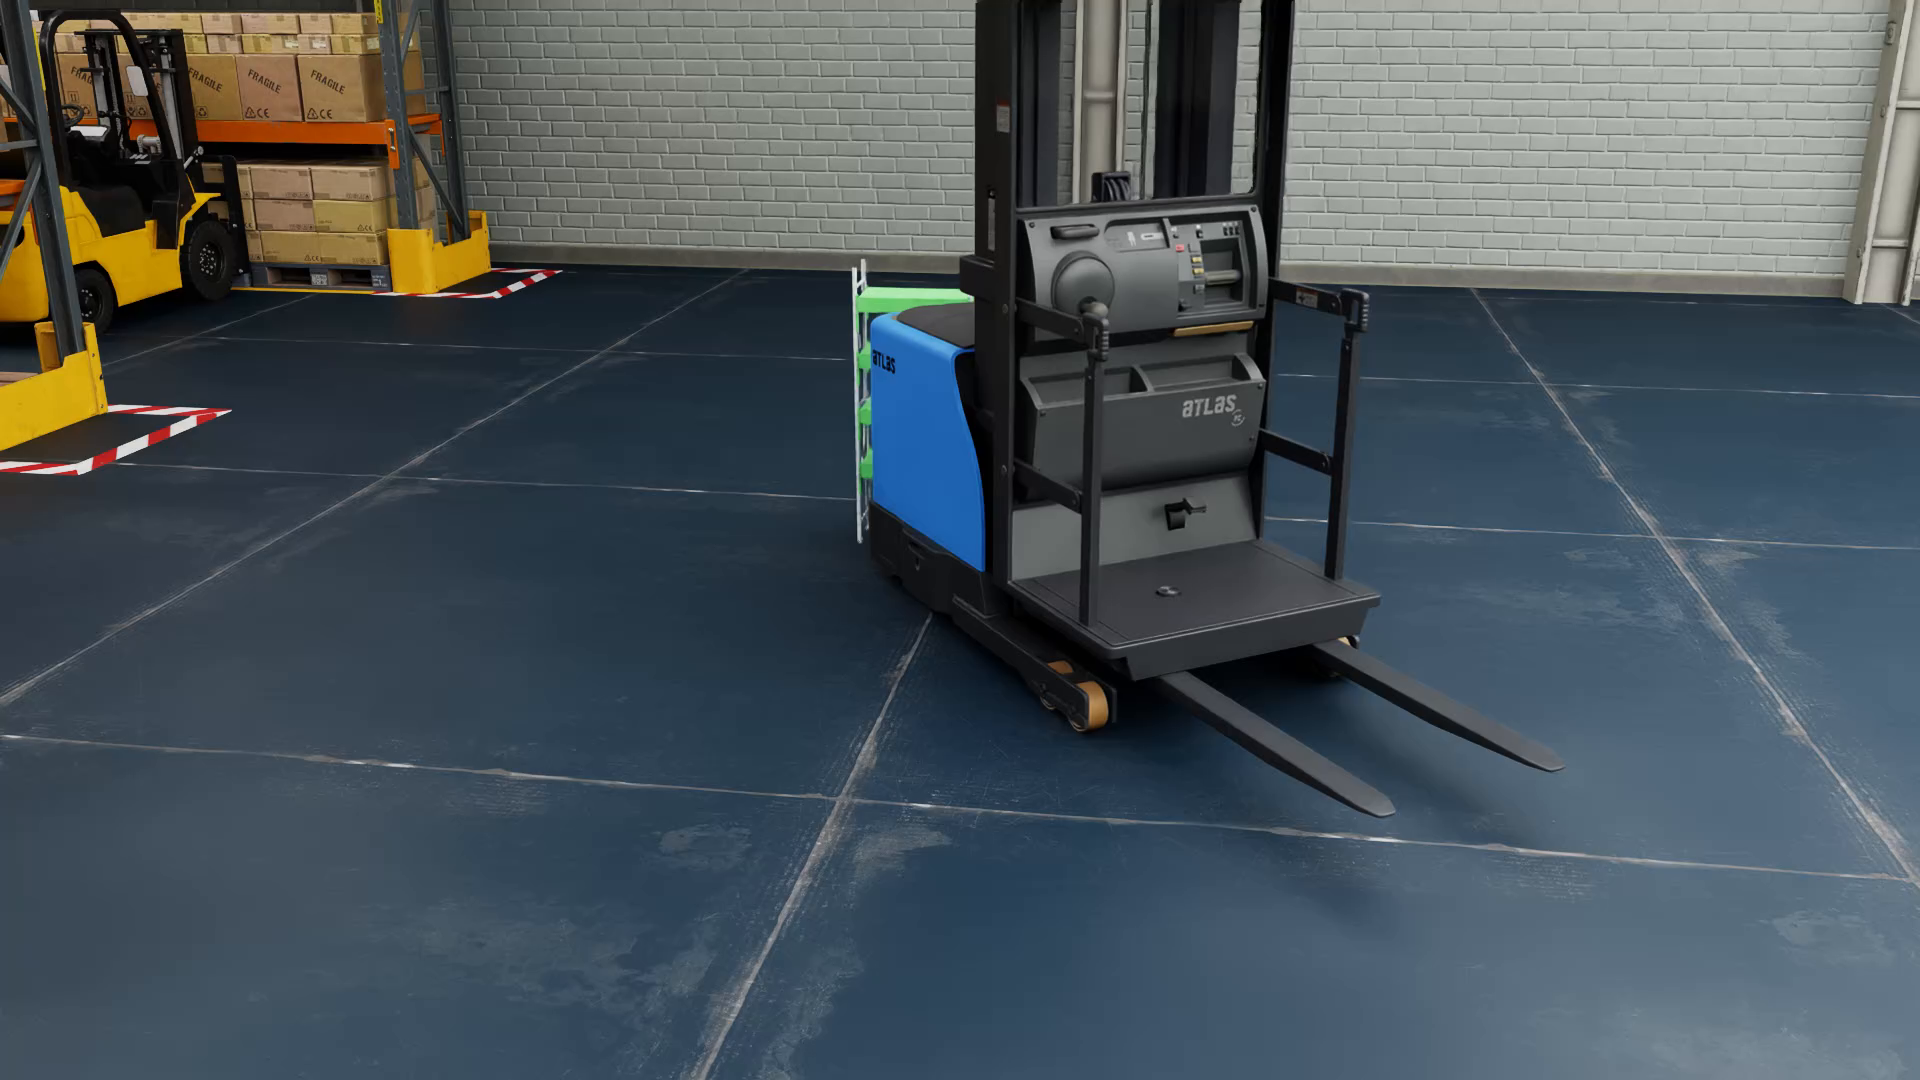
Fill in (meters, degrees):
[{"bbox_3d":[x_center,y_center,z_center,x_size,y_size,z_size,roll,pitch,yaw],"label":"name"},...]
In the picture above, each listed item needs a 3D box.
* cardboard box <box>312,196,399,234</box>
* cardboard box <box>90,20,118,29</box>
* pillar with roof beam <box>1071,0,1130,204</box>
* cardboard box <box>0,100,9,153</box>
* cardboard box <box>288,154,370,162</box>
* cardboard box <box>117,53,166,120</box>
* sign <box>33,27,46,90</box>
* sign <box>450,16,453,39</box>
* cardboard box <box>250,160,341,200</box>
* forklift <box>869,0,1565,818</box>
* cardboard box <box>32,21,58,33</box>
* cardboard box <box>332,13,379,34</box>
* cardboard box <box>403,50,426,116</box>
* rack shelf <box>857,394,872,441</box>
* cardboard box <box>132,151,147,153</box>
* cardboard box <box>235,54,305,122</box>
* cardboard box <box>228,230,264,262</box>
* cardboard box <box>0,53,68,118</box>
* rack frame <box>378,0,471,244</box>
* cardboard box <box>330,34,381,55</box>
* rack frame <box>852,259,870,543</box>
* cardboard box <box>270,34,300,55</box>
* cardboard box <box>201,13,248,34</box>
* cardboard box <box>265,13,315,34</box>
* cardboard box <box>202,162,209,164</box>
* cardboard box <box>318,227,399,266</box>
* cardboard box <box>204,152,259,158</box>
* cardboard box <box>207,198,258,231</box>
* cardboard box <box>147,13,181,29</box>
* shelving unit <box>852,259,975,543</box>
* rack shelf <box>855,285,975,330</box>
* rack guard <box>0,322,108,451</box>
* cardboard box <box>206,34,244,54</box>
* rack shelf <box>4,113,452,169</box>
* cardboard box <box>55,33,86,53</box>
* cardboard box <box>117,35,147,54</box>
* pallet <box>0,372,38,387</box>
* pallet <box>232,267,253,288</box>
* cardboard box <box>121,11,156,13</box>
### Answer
[{"bbox_3d":[-4.792,-2.608,13.253,0.500,0.250,0.500,3,19,8],"label":"cardboard box"},{"bbox_3d":[-6.659,-4.097,13.172,0.250,0.149,0.380,3,19,8],"label":"cardboard box"},{"bbox_3d":[0.435,-5.060,8.245,0.400,9.000,9.100,3,19,9],"label":"pillar with roof beam"},{"bbox_3d":[-5.469,-2.293,8.801,0.500,0.500,0.500,3,19,8],"label":"cardboard box"},{"bbox_3d":[-5.200,-3.026,13.714,0.500,0.250,0.500,3,19,9],"label":"cardboard box"},{"bbox_3d":[-6.304,-3.615,13.223,0.500,0.500,0.500,3,19,9],"label":"cardboard box"},{"bbox_3d":[-4.959,-2.574,8.904,0.005,0.325,0.100,3,19,9],"label":"sign"},{"bbox_3d":[-4.167,-4.170,13.551,0.005,0.325,0.100,3,19,9],"label":"sign"},{"bbox_3d":[-5.271,-2.867,13.241,0.500,0.250,0.500,3,19,10],"label":"cardboard box"},{"bbox_3d":[0.735,-0.922,5.440,1.130,2.935,3.031,-9,21,-25],"label":"forklift"},{"bbox_3d":[-7.179,-4.097,13.172,0.250,0.149,0.380,3,19,10],"label":"cardboard box"},{"bbox_3d":[-4.649,-3.997,12.872,0.250,0.149,0.380,3,19,9],"label":"cardboard box"},{"bbox_3d":[-4.706,-3.708,13.500,0.500,0.500,0.500,4,19,10],"label":"cardboard box"},{"bbox_3d":[-0.183,-0.525,7.182,0.480,0.148,0.258,2,19,6],"label":"rack shelf"},{"bbox_3d":[-7.192,-3.134,14.039,0.500,0.250,0.500,3,19,8],"label":"cardboard box"},{"bbox_3d":[-5.300,-3.568,13.081,0.500,0.500,0.500,4,19,10],"label":"cardboard box"},{"bbox_3d":[-5.757,-2.425,13.494,0.500,0.250,0.500,3,19,9],"label":"cardboard box"},{"bbox_3d":[-7.297,-3.672,13.394,0.500,0.500,0.500,3,19,10],"label":"cardboard box"},{"bbox_3d":[-4.261,-3.549,13.182,0.127,3.000,1.000,3,19,9],"label":"rack frame"},{"bbox_3d":[-4.648,-3.833,12.853,0.250,0.149,0.380,3,19,9],"label":"cardboard box"},{"bbox_3d":[-0.426,-0.594,7.189,0.015,1.200,0.240,2,19,6],"label":"rack frame"},{"bbox_3d":[-5.152,-3.869,12.960,0.250,0.149,0.380,3,19,10],"label":"cardboard box"},{"bbox_3d":[-5.668,-4.018,12.937,0.250,0.149,0.380,3,19,10],"label":"cardboard box"},{"bbox_3d":[-5.160,-4.004,12.894,0.250,0.149,0.380,3,19,10],"label":"cardboard box"},{"bbox_3d":[-6.270,-2.918,13.391,0.500,0.250,0.500,3,19,8],"label":"cardboard box"},{"bbox_3d":[-4.775,-2.369,13.326,0.500,0.250,0.500,3,19,9],"label":"cardboard box"},{"bbox_3d":[-6.197,-3.082,13.883,0.500,0.250,0.500,3,19,8],"label":"cardboard box"},{"bbox_3d":[-5.798,-2.656,13.396,0.500,0.250,0.500,2,19,7],"label":"cardboard box"},{"bbox_3d":[-6.164,-4.072,13.098,0.250,0.149,0.380,3,19,9],"label":"cardboard box"},{"bbox_3d":[-0.183,-0.585,7.161,0.503,1.200,0.258,2,19,6],"label":"shelving unit"},{"bbox_3d":[-0.183,-0.980,7.029,0.480,0.148,0.258,2,19,6],"label":"rack shelf"},{"bbox_3d":[-5.120,-0.812,8.942,0.348,0.500,1.175,3,19,9],"label":"rack guard"},{"bbox_3d":[-5.666,-3.884,13.004,0.250,0.149,0.380,2,19,7],"label":"cardboard box"},{"bbox_3d":[-6.236,-3.308,13.597,4.000,0.370,1.077,3,19,9],"label":"rack shelf"},{"bbox_3d":[-6.930,-3.940,13.172,0.250,0.149,0.380,3,19,8],"label":"cardboard box"},{"bbox_3d":[-6.414,-3.923,13.119,0.250,0.149,0.380,3,19,8],"label":"cardboard box"},{"bbox_3d":[-5.917,-0.727,9.143,1.213,0.211,1.003,3,19,9],"label":"pallet"},{"bbox_3d":[-6.224,-2.314,13.886,1.213,0.211,1.003,3,19,9],"label":"pallet"},{"bbox_3d":[-6.833,-4.278,13.712,0.250,0.149,0.380,3,19,8],"label":"cardboard box"}]
